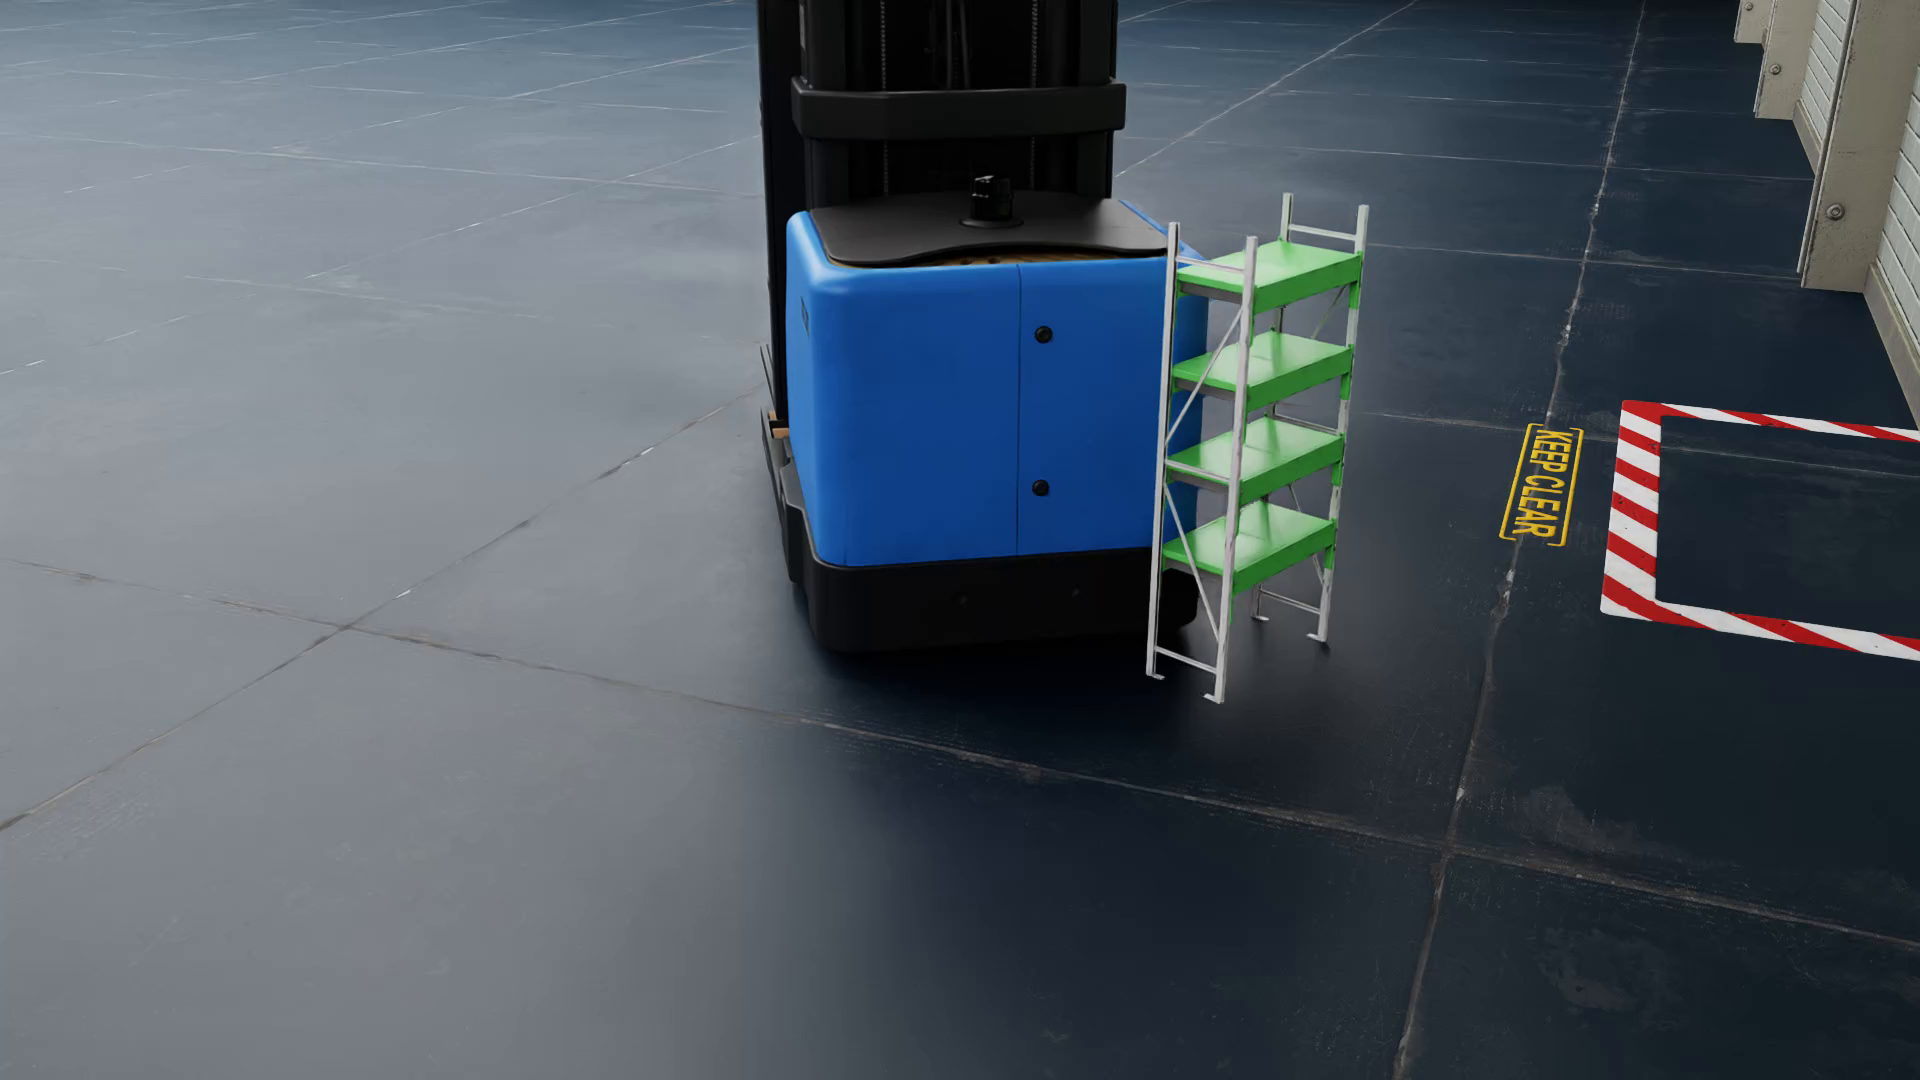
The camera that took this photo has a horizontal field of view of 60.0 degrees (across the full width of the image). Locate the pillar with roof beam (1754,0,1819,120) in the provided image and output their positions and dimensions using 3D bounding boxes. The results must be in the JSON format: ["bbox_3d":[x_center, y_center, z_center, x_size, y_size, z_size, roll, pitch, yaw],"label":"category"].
[{"bbox_3d":[2.624,-8.217,13.246,9.100,9.000,0.400,9,24,20],"label":"pillar with roof beam"}]

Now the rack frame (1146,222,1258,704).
[{"bbox_3d":[0.585,-0.167,4.092,0.240,1.200,0.015,20,30,39],"label":"rack frame"}]

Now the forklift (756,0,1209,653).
[{"bbox_3d":[-0.108,-1.593,5.261,1.130,2.935,3.031,-4,23,-9],"label":"forklift"}]

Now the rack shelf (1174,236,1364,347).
[{"bbox_3d":[0.753,-0.619,4.095,0.258,0.148,0.480,20,30,39],"label":"rack shelf"}]

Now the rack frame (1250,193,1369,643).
[{"bbox_3d":[0.919,-0.304,4.420,0.240,1.200,0.015,20,30,39],"label":"rack frame"}]

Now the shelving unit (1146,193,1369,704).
[{"bbox_3d":[0.752,-0.236,4.256,0.258,1.200,0.503,20,30,39],"label":"shelving unit"}]

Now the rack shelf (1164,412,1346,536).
[{"bbox_3d":[0.752,-0.177,4.281,0.258,0.148,0.480,20,30,39],"label":"rack shelf"}]

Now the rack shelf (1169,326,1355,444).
[{"bbox_3d":[0.752,-0.398,4.188,0.258,0.148,0.480,20,30,39],"label":"rack shelf"}]

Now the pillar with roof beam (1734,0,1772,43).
[{"bbox_3d":[4.853,-10.364,18.387,9.100,9.000,0.400,9,24,20],"label":"pillar with roof beam"}]

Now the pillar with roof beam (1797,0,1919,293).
[{"bbox_3d":[0.395,-6.070,8.106,9.100,9.000,0.400,9,24,20],"label":"pillar with roof beam"}]

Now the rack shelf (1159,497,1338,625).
[{"bbox_3d":[0.751,0.044,4.374,0.258,0.148,0.480,20,30,39],"label":"rack shelf"}]
